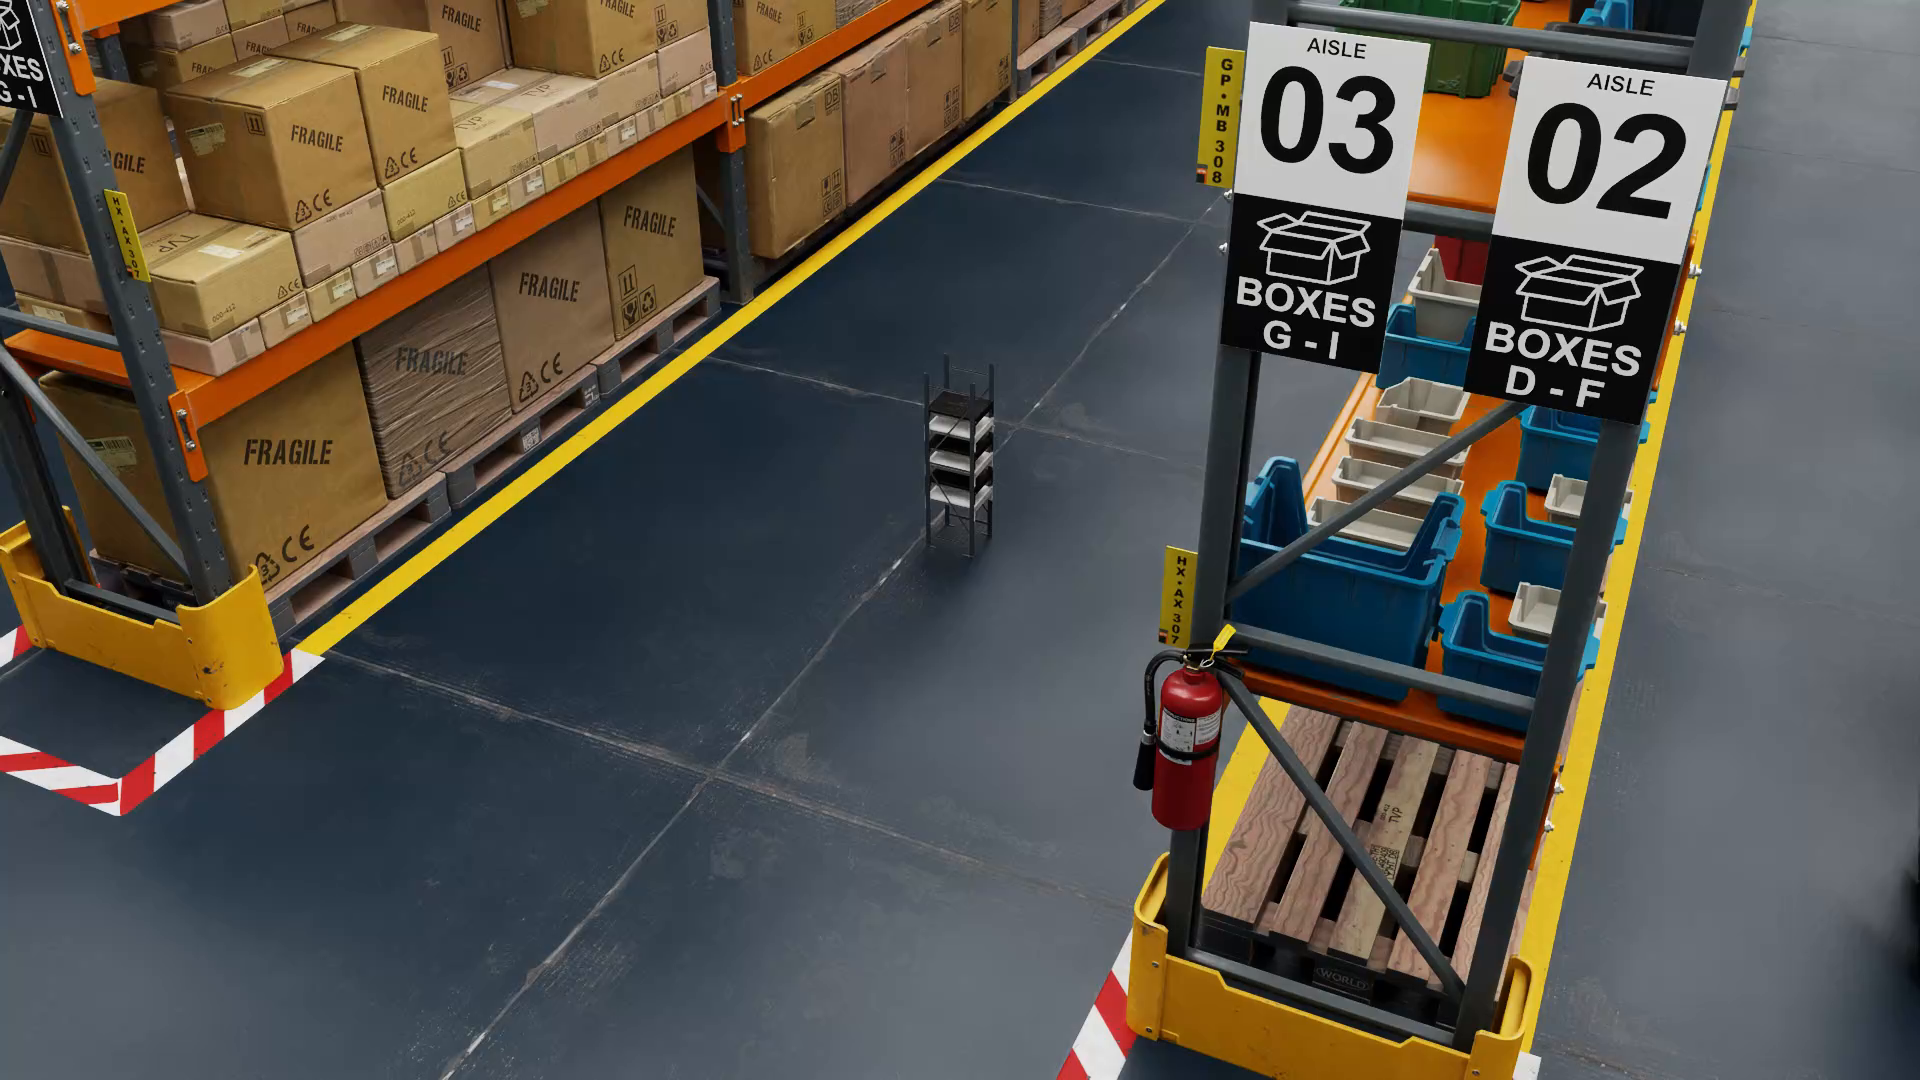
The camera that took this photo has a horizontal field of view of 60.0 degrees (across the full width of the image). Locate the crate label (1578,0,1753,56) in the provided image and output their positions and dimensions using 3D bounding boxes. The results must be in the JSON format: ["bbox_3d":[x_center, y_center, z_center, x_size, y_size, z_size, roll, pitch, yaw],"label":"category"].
[{"bbox_3d":[1.795,-1.227,4.286,0.408,0.251,0.502,14,36,20],"label":"crate label"}]

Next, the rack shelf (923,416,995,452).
[{"bbox_3d":[-0.003,-0.495,7.417,0.258,0.077,0.200,14,36,20],"label":"rack shelf"}]

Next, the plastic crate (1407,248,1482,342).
[{"bbox_3d":[1.983,-0.899,6.439,0.437,0.282,0.530,14,36,20],"label":"plastic crate"}]

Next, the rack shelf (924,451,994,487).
[{"bbox_3d":[-0.003,-0.344,7.515,0.258,0.077,0.200,14,36,20],"label":"rack shelf"}]

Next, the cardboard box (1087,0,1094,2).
[{"bbox_3d":[0.911,-5.088,14.653,0.700,0.500,0.500,11,35,16],"label":"cardboard box"}]

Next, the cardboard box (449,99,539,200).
[{"bbox_3d":[-2.298,-1.796,7.618,0.500,0.250,0.500,13,36,20],"label":"cardboard box"}]

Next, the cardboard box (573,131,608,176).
[{"bbox_3d":[-1.970,-1.933,8.192,0.380,0.149,0.250,15,36,21],"label":"cardboard box"}]

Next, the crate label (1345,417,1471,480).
[{"bbox_3d":[1.521,-0.297,5.654,0.396,0.136,0.243,14,36,20],"label":"crate label"}]

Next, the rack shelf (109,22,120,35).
[{"bbox_3d":[-5.335,-4.661,12.780,1.077,0.370,4.000,14,36,20],"label":"rack shelf"}]

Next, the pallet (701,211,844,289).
[{"bbox_3d":[-1.455,-2.013,10.628,1.003,0.211,1.213,14,36,20],"label":"pallet"}]

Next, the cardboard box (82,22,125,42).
[{"bbox_3d":[-6.090,-3.839,12.082,0.500,0.250,0.500,13,36,19],"label":"cardboard box"}]

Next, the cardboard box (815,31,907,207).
[{"bbox_3d":[-1.087,-2.834,10.891,1.225,0.875,0.875,13,35,19],"label":"cardboard box"}]

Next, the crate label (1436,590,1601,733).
[{"bbox_3d":[1.518,0.348,4.582,0.416,0.233,0.303,14,36,20],"label":"crate label"}]

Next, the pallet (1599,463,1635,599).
[{"bbox_3d":[2.517,-0.100,7.711,1.003,0.211,1.213,14,36,20],"label":"pallet"}]

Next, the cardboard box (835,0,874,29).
[{"bbox_3d":[-0.871,-3.491,10.248,0.500,0.500,0.500,13,36,19],"label":"cardboard box"}]

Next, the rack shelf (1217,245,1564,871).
[{"bbox_3d":[1.952,-0.345,6.196,1.077,0.370,4.000,14,36,20],"label":"rack shelf"}]

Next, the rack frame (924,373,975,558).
[{"bbox_3d":[-0.046,-0.322,7.420,0.240,0.900,0.006,14,36,20],"label":"rack frame"}]

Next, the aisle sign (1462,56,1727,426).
[{"bbox_3d":[1.355,-0.633,3.609,0.394,0.787,0.004,14,36,20],"label":"aisle sign"}]

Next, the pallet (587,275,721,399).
[{"bbox_3d":[-2.099,-1.251,9.466,1.003,0.211,1.213,14,36,20],"label":"pallet"}]

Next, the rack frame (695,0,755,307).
[{"bbox_3d":[-1.709,-2.778,9.251,1.000,3.000,0.127,14,36,20],"label":"rack frame"}]

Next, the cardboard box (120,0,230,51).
[{"bbox_3d":[-5.623,-3.717,11.897,0.500,0.250,0.500,13,35,18],"label":"cardboard box"}]

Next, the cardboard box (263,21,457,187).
[{"bbox_3d":[-2.516,-1.847,7.012,0.500,0.500,0.500,13,35,19],"label":"cardboard box"}]

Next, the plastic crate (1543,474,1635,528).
[{"bbox_3d":[2.011,-0.090,5.338,0.250,0.136,0.298,14,36,20],"label":"plastic crate"}]

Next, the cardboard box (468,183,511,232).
[{"bbox_3d":[-2.292,-1.548,7.605,0.380,0.149,0.250,13,36,19],"label":"cardboard box"}]

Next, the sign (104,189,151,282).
[{"bbox_3d":[-2.881,-1.051,5.755,0.100,0.325,0.005,14,36,20],"label":"sign"}]

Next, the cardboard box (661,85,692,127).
[{"bbox_3d":[-1.647,-2.317,8.778,0.380,0.149,0.250,15,36,21],"label":"cardboard box"}]

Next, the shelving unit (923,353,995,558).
[{"bbox_3d":[-0.003,-0.372,7.497,0.258,0.900,0.210,14,36,20],"label":"shelving unit"}]

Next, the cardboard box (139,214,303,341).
[{"bbox_3d":[-2.937,-1.025,6.443,0.500,0.250,0.500,13,36,19],"label":"cardboard box"}]

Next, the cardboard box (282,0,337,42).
[{"bbox_3d":[-5.195,-3.932,12.907,0.500,0.500,0.500,15,36,21],"label":"cardboard box"}]

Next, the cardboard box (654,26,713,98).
[{"bbox_3d":[-1.656,-2.560,8.783,0.500,0.250,0.500,14,36,20],"label":"cardboard box"}]

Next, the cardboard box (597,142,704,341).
[{"bbox_3d":[-2.058,-1.755,9.245,0.875,0.875,0.875,14,36,20],"label":"cardboard box"}]

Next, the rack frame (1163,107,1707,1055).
[{"bbox_3d":[1.116,0.350,4.480,1.000,3.000,0.127,14,36,20],"label":"rack frame"}]

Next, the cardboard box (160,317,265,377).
[{"bbox_3d":[-2.935,-0.782,6.436,0.380,0.149,0.250,15,36,21],"label":"cardboard box"}]

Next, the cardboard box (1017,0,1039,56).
[{"bbox_3d":[0.226,-4.247,13.370,0.700,0.500,0.500,12,35,18],"label":"cardboard box"}]

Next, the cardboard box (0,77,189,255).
[{"bbox_3d":[-3.418,-1.464,6.429,0.500,0.500,0.500,15,36,21],"label":"cardboard box"}]

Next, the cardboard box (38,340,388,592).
[{"bbox_3d":[-3.188,-0.410,7.194,0.875,0.875,0.875,14,36,20],"label":"cardboard box"}]

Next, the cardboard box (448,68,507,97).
[{"bbox_3d":[-2.568,-2.160,8.174,0.500,0.250,0.500,15,36,22],"label":"cardboard box"}]

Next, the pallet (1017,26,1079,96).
[{"bbox_3d":[0.292,-3.993,13.647,1.003,0.211,1.213,14,36,20],"label":"pallet"}]

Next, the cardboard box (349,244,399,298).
[{"bbox_3d":[-2.614,-1.168,7.024,0.380,0.149,0.250,14,36,20],"label":"cardboard box"}]

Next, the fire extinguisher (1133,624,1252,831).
[{"bbox_3d":[0.640,0.510,4.648,0.296,0.674,0.183,14,36,20],"label":"fire extinguisher"}]

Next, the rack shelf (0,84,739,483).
[{"bbox_3d":[-2.546,-1.481,7.929,1.077,0.370,4.000,14,36,20],"label":"rack shelf"}]
